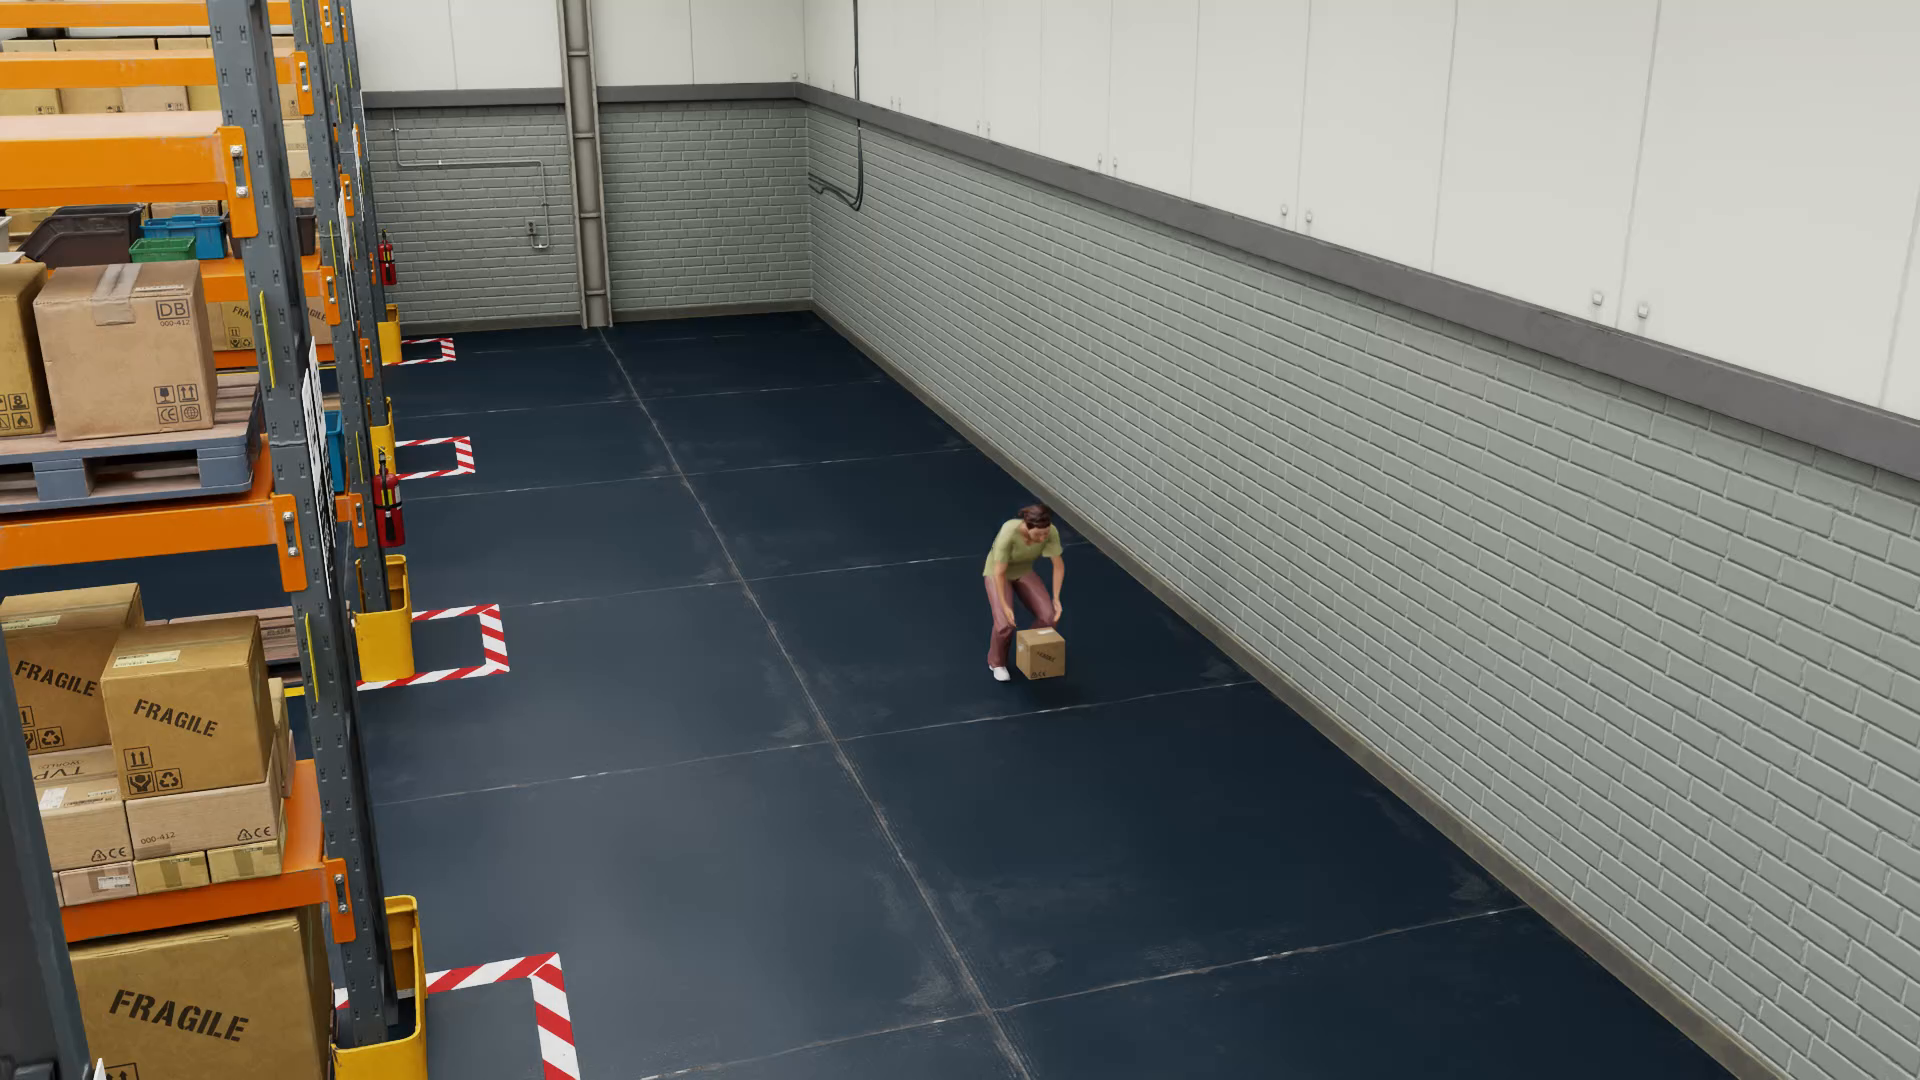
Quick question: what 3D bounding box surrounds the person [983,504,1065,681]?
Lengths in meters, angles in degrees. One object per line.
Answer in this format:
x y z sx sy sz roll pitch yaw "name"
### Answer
0.435 0.313 11.240 0.512 1.307 0.680 -6 20 -17 "person"
